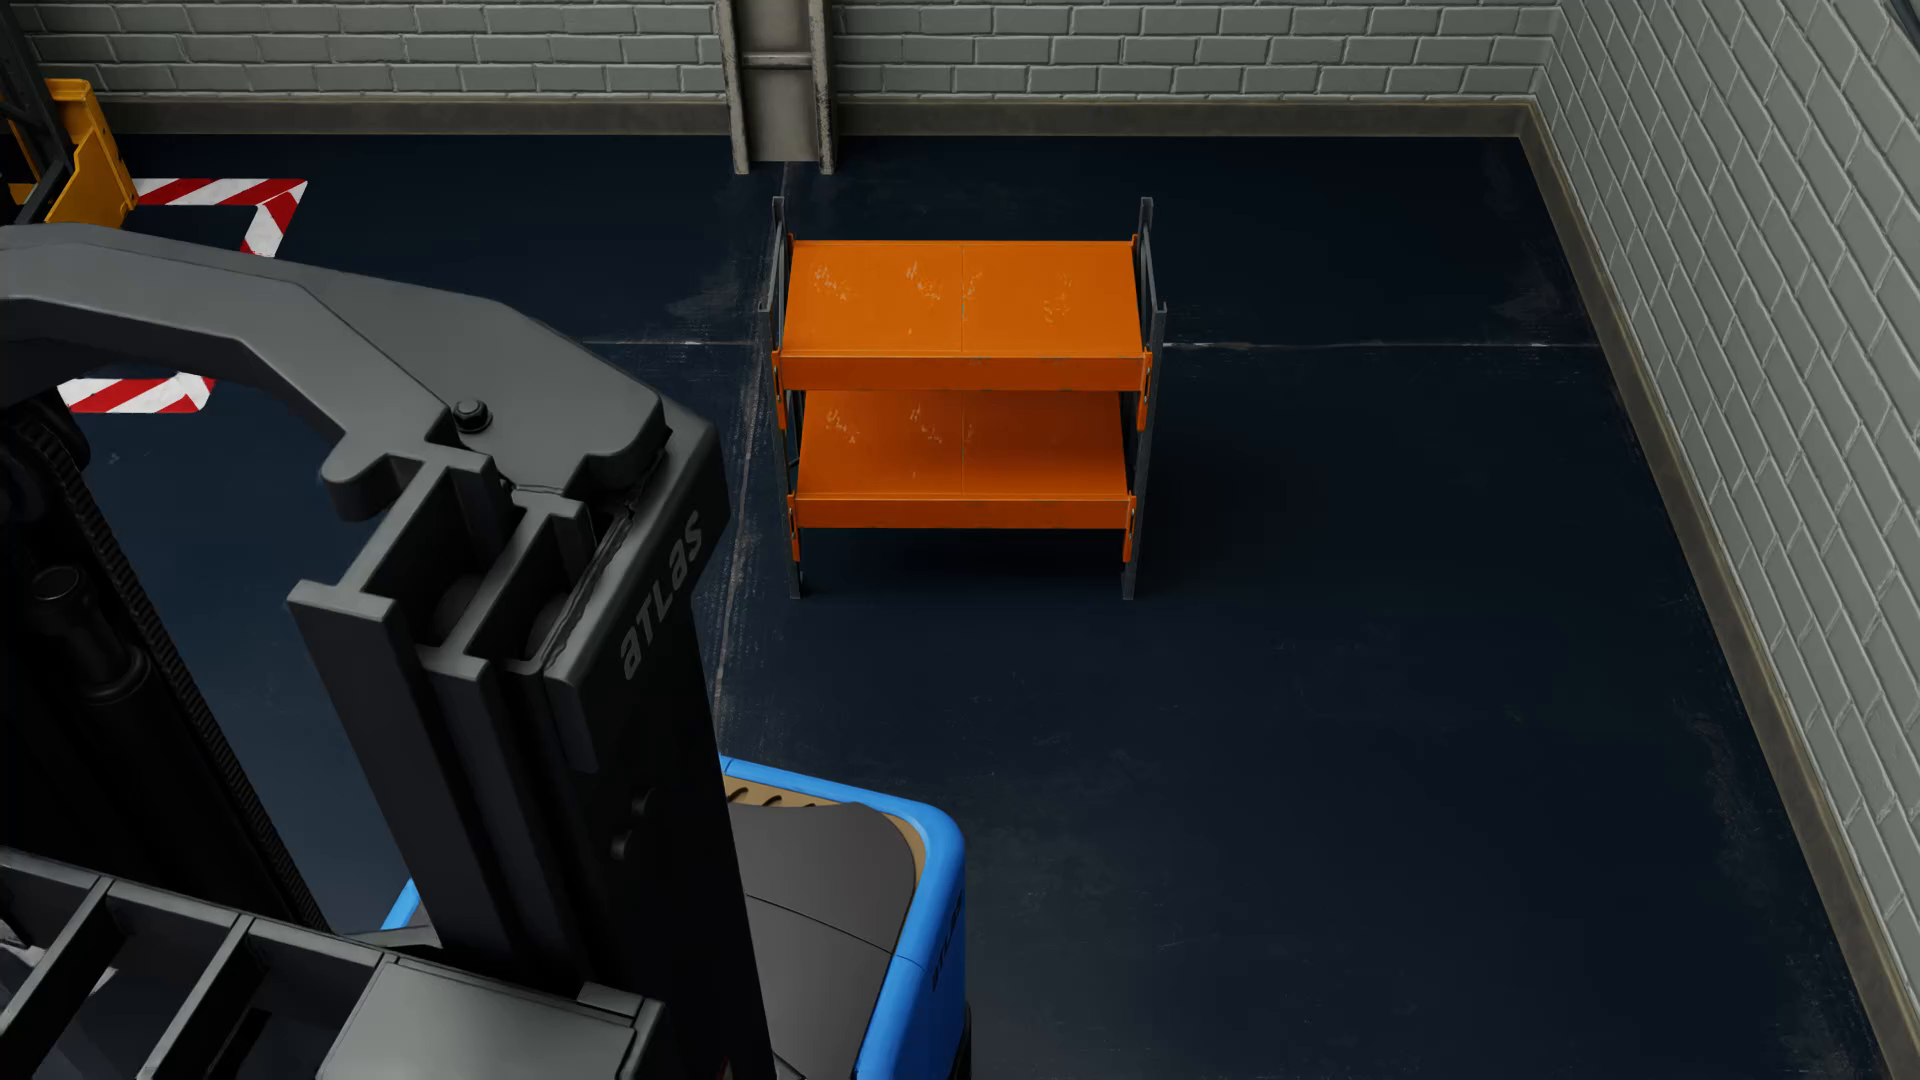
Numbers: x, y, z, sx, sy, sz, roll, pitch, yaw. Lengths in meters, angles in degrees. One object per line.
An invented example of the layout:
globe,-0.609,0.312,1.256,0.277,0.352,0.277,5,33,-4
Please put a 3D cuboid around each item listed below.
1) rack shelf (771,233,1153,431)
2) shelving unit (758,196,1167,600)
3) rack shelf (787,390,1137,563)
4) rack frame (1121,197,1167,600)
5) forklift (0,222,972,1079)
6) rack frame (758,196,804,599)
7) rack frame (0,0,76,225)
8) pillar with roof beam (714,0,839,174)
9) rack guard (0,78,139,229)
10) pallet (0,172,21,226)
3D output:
rack shelf,0.007,-0.583,4.624,1.000,0.278,0.538,0,47,0
shelving unit,0.007,-0.383,4.838,1.048,1.125,0.538,0,47,0
rack shelf,0.007,-0.217,5.017,1.000,0.278,0.538,0,47,0
rack frame,0.515,-0.382,4.837,0.032,1.125,0.500,0,47,0
forklift,-0.864,1.217,2.115,1.130,2.935,3.031,12,48,11
rack frame,-0.502,-0.385,4.840,0.032,1.125,0.500,0,47,0
rack frame,-3.398,-1.962,5.027,0.127,3.000,1.000,0,47,0
pillar with roof beam,-0.711,-1.480,0.480,0.400,9.000,9.100,0,47,0
rack guard,-3.374,-1.110,5.941,0.348,0.500,1.175,0,47,0
pallet,-4.198,-0.956,5.996,1.213,0.211,1.003,0,47,0
